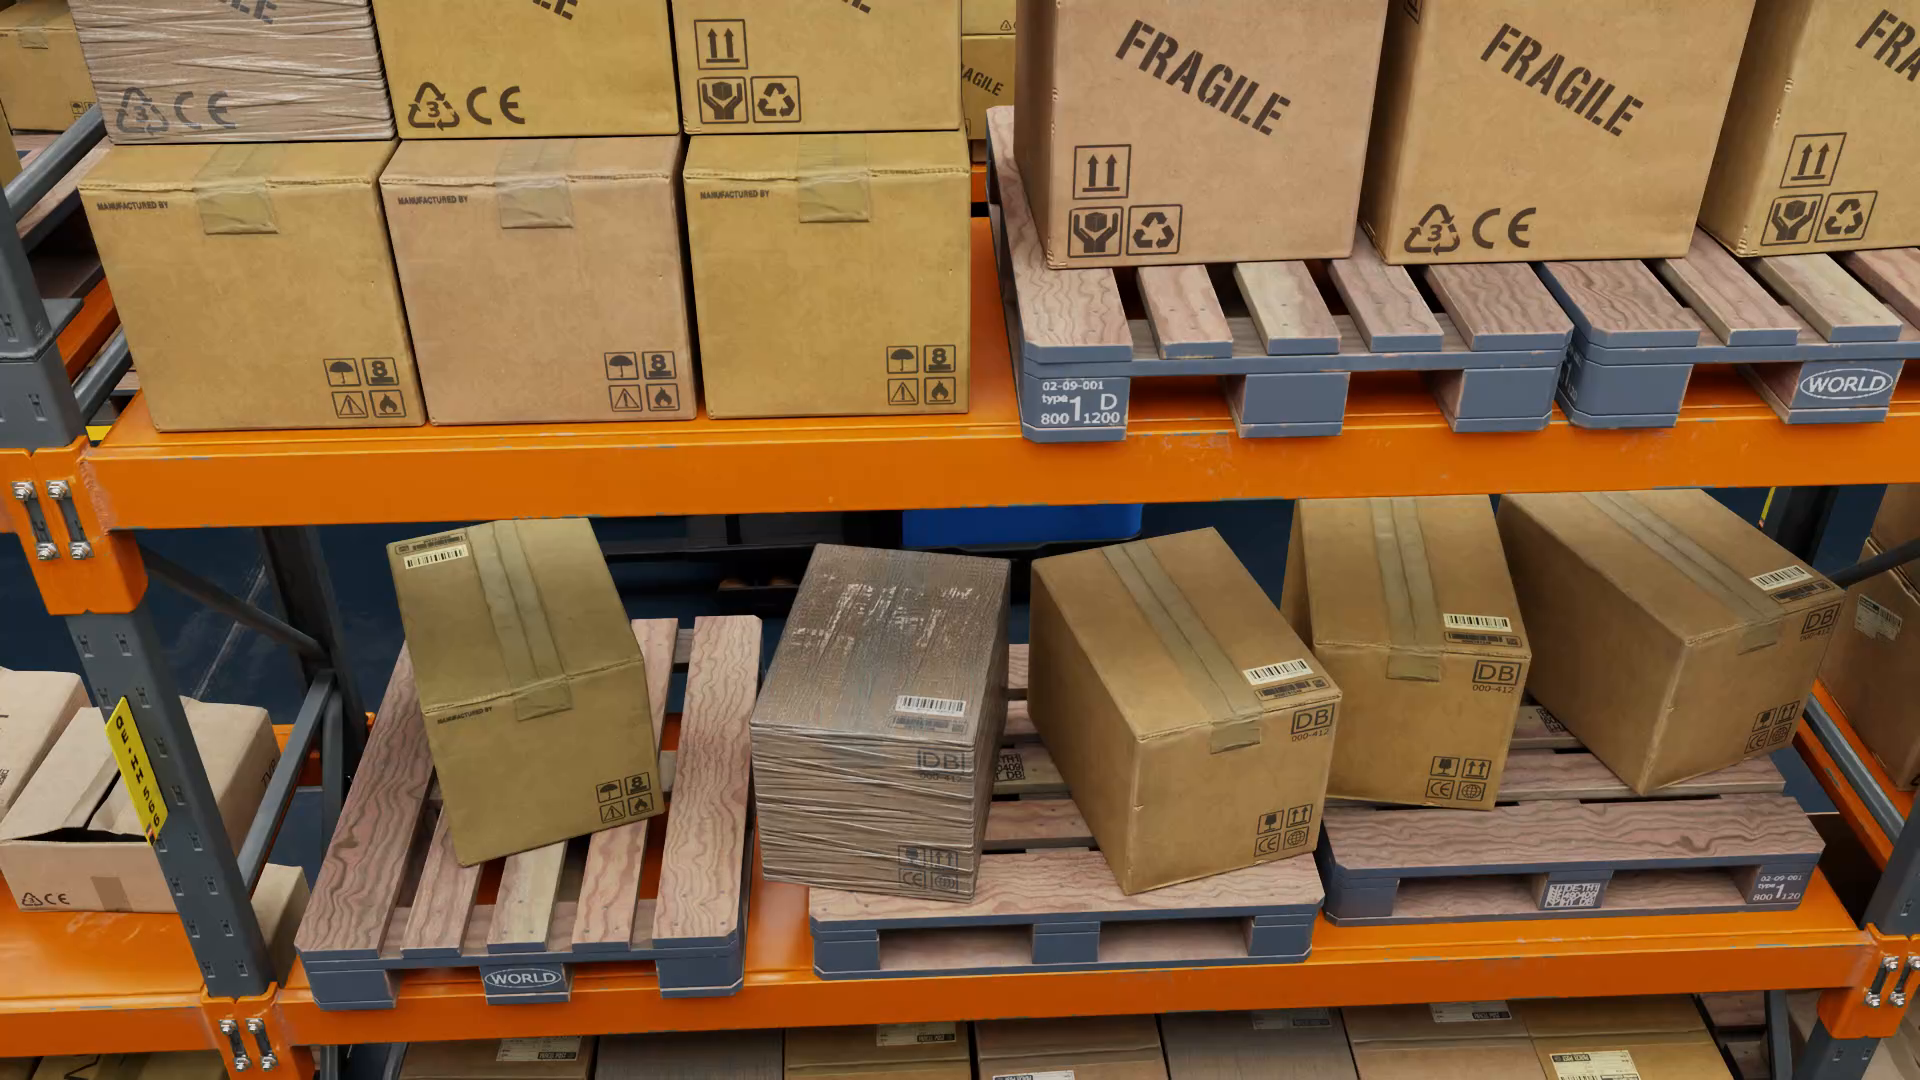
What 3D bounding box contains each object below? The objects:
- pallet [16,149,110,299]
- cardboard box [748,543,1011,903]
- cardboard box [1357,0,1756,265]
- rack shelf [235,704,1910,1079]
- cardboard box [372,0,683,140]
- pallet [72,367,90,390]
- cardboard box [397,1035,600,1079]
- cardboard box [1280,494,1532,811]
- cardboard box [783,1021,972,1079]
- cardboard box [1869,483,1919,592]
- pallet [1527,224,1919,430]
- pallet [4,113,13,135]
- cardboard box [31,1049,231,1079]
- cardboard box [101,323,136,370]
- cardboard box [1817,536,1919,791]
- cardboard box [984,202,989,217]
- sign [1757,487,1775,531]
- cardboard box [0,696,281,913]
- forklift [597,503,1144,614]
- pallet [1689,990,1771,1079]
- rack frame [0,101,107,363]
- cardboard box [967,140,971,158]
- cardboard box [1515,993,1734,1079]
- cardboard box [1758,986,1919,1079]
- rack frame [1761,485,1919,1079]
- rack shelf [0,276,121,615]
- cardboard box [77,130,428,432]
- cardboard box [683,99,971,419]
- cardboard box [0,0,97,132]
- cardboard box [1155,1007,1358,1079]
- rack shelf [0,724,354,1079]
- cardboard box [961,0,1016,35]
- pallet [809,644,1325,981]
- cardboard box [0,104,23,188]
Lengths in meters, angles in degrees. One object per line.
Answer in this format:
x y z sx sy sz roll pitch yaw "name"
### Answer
-2.388 -0.449 3.293 1.003 0.211 1.213 0 35 0 "pallet"
-0.168 0.427 4.040 0.500 0.500 0.700 5 35 7 "cardboard box"
1.108 -0.955 3.314 0.600 0.600 0.600 -2 35 -3 "cardboard box"
0.283 0.880 4.475 4.000 0.370 1.077 -2 35 -2 "rack shelf"
-0.769 -1.070 3.057 0.500 0.500 0.500 -2 35 -2 "cardboard box"
-5.171 -0.945 8.930 1.213 0.211 1.003 -2 35 -2 "pallet"
-1.247 1.635 4.561 0.500 0.500 0.500 0 35 0 "cardboard box"
1.113 0.257 4.286 0.500 0.500 0.700 4 35 5 "cardboard box"
-0.223 1.607 4.602 0.500 0.500 0.500 -2 35 -3 "cardboard box"
2.774 -0.083 4.267 0.500 0.500 0.500 -1 35 -2 "cardboard box"
1.626 -0.648 3.580 1.003 0.211 1.213 -2 35 -2 "pallet"
-5.178 -1.929 8.070 1.213 0.211 1.003 -2 35 -2 "pallet"
-2.226 1.519 4.473 0.500 0.311 0.500 -1 35 -1 "cardboard box"
-4.189 -1.286 8.782 0.500 0.500 0.700 -1 35 -2 "cardboard box"
2.768 0.330 4.550 0.500 0.500 0.500 -1 35 -1 "cardboard box"
0.512 -1.457 8.740 0.750 0.750 0.750 -1 35 -1 "cardboard box"
2.247 -0.134 4.547 0.005 0.325 0.100 -2 35 -2 "sign"
-2.080 0.660 4.239 0.500 0.311 0.500 1 35 1 "cardboard box"
-0.735 -1.192 6.897 3.031 2.935 1.130 -2 35 -3 "forklift"
2.967 1.659 5.168 1.213 0.211 1.003 -2 35 -2 "pallet"
-1.715 -1.829 2.485 0.127 3.000 1.000 -2 35 -2 "rack frame"
-0.082 -2.007 8.218 0.250 0.149 0.380 -1 35 -2 "cardboard box"
1.801 1.553 4.680 0.500 0.500 0.500 -2 35 -2 "cardboard box"
2.710 1.567 4.827 0.500 0.311 0.500 -2 35 -2 "cardboard box"
2.281 0.530 4.348 0.127 3.000 1.000 -2 35 -2 "rack frame"
-3.713 -0.246 3.466 4.000 0.370 1.077 -2 35 -2 "rack shelf"
-1.281 -0.667 3.355 0.500 0.500 0.910 -2 35 -2 "cardboard box"
-0.252 -0.695 3.395 0.500 0.500 0.910 -2 35 -2 "cardboard box"
-4.224 -2.333 8.011 0.500 0.500 0.700 3 35 4 "cardboard box"
0.806 1.575 4.648 0.500 0.500 0.500 -1 35 -2 "cardboard box"
-3.713 0.988 4.319 4.000 0.370 1.077 -2 35 -2 "rack shelf"
0.058 -2.571 7.804 0.500 0.250 0.500 -2 35 -3 "cardboard box"
0.228 0.662 4.326 1.213 0.211 1.003 -2 35 -2 "pallet"
-2.165 -0.662 3.198 0.500 0.250 0.500 -4 35 -6 "cardboard box"
